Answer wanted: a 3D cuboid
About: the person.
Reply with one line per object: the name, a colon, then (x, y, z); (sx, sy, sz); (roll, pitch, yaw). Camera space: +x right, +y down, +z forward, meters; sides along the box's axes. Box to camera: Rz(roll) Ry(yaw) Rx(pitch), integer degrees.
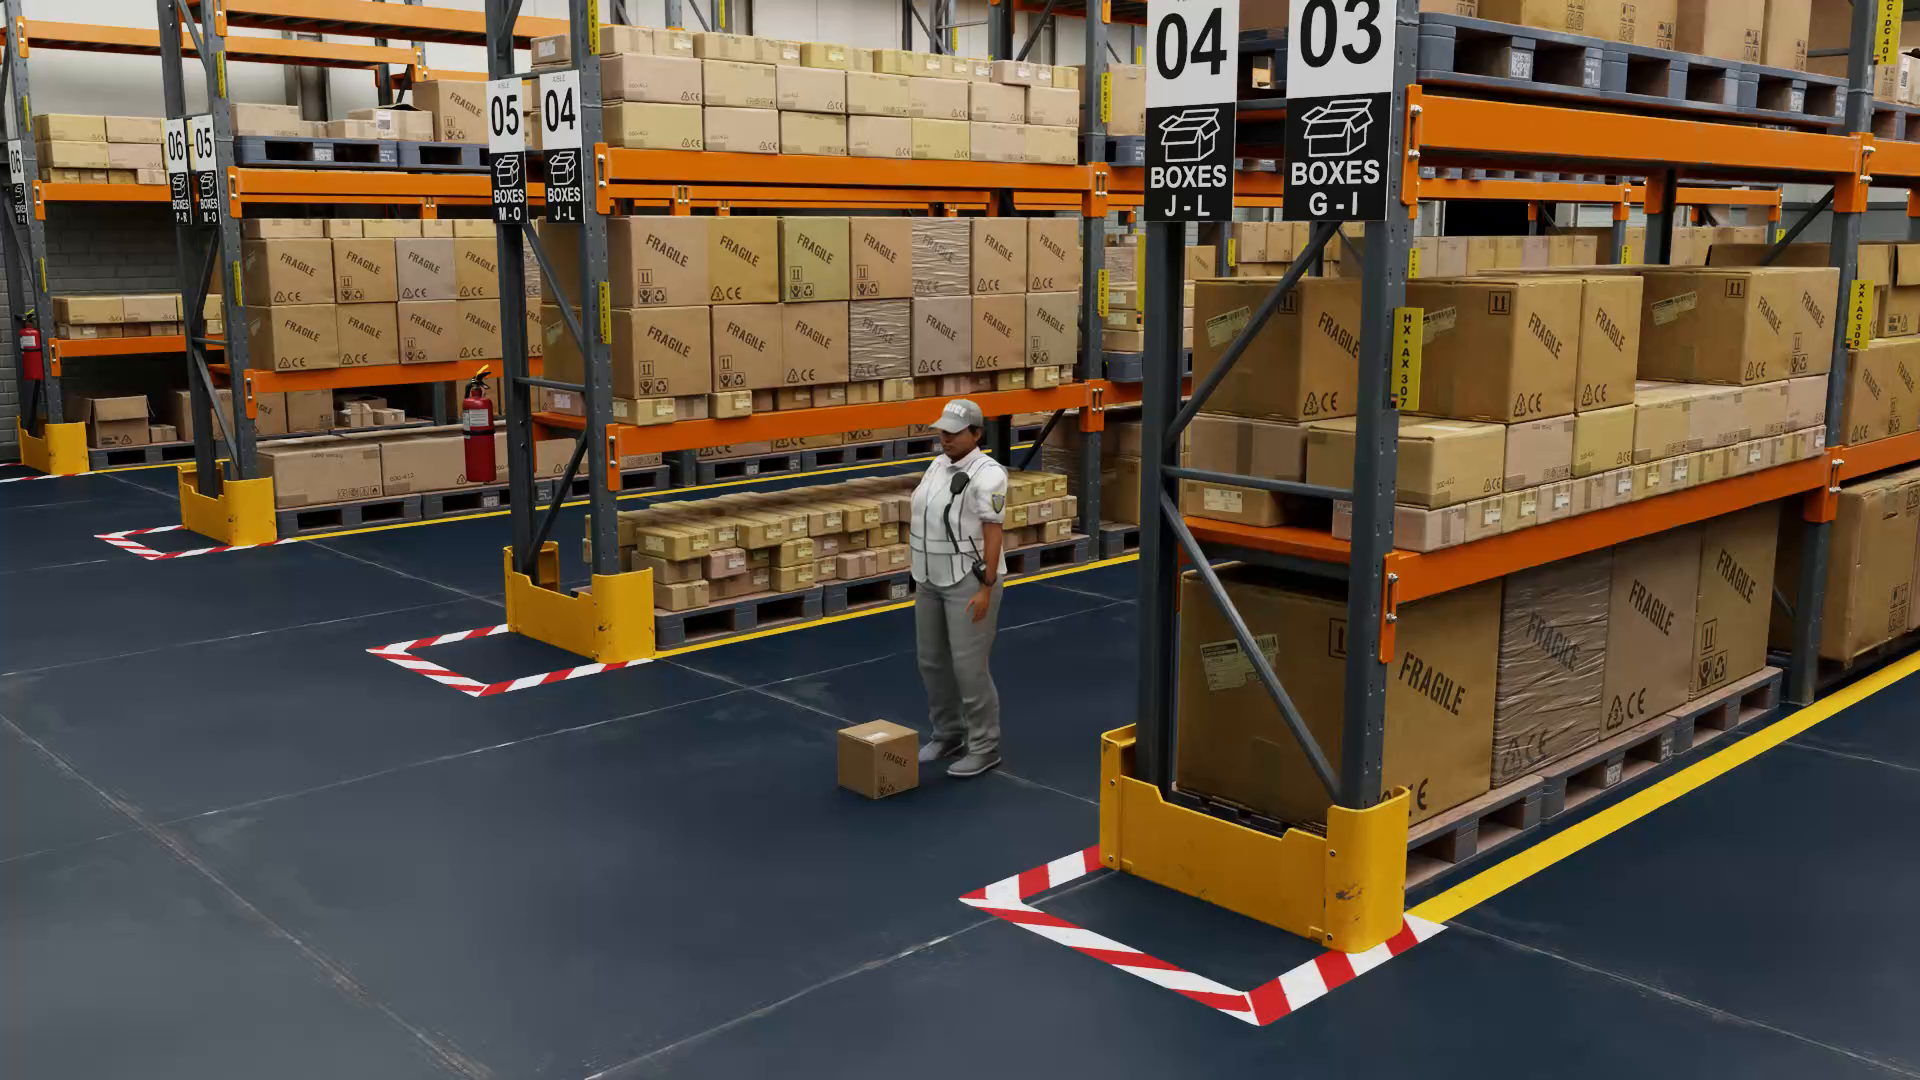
person: (-0.009, 0.214, 7.369); (0.390, 1.684, 0.468); (-10, 14, -41)
